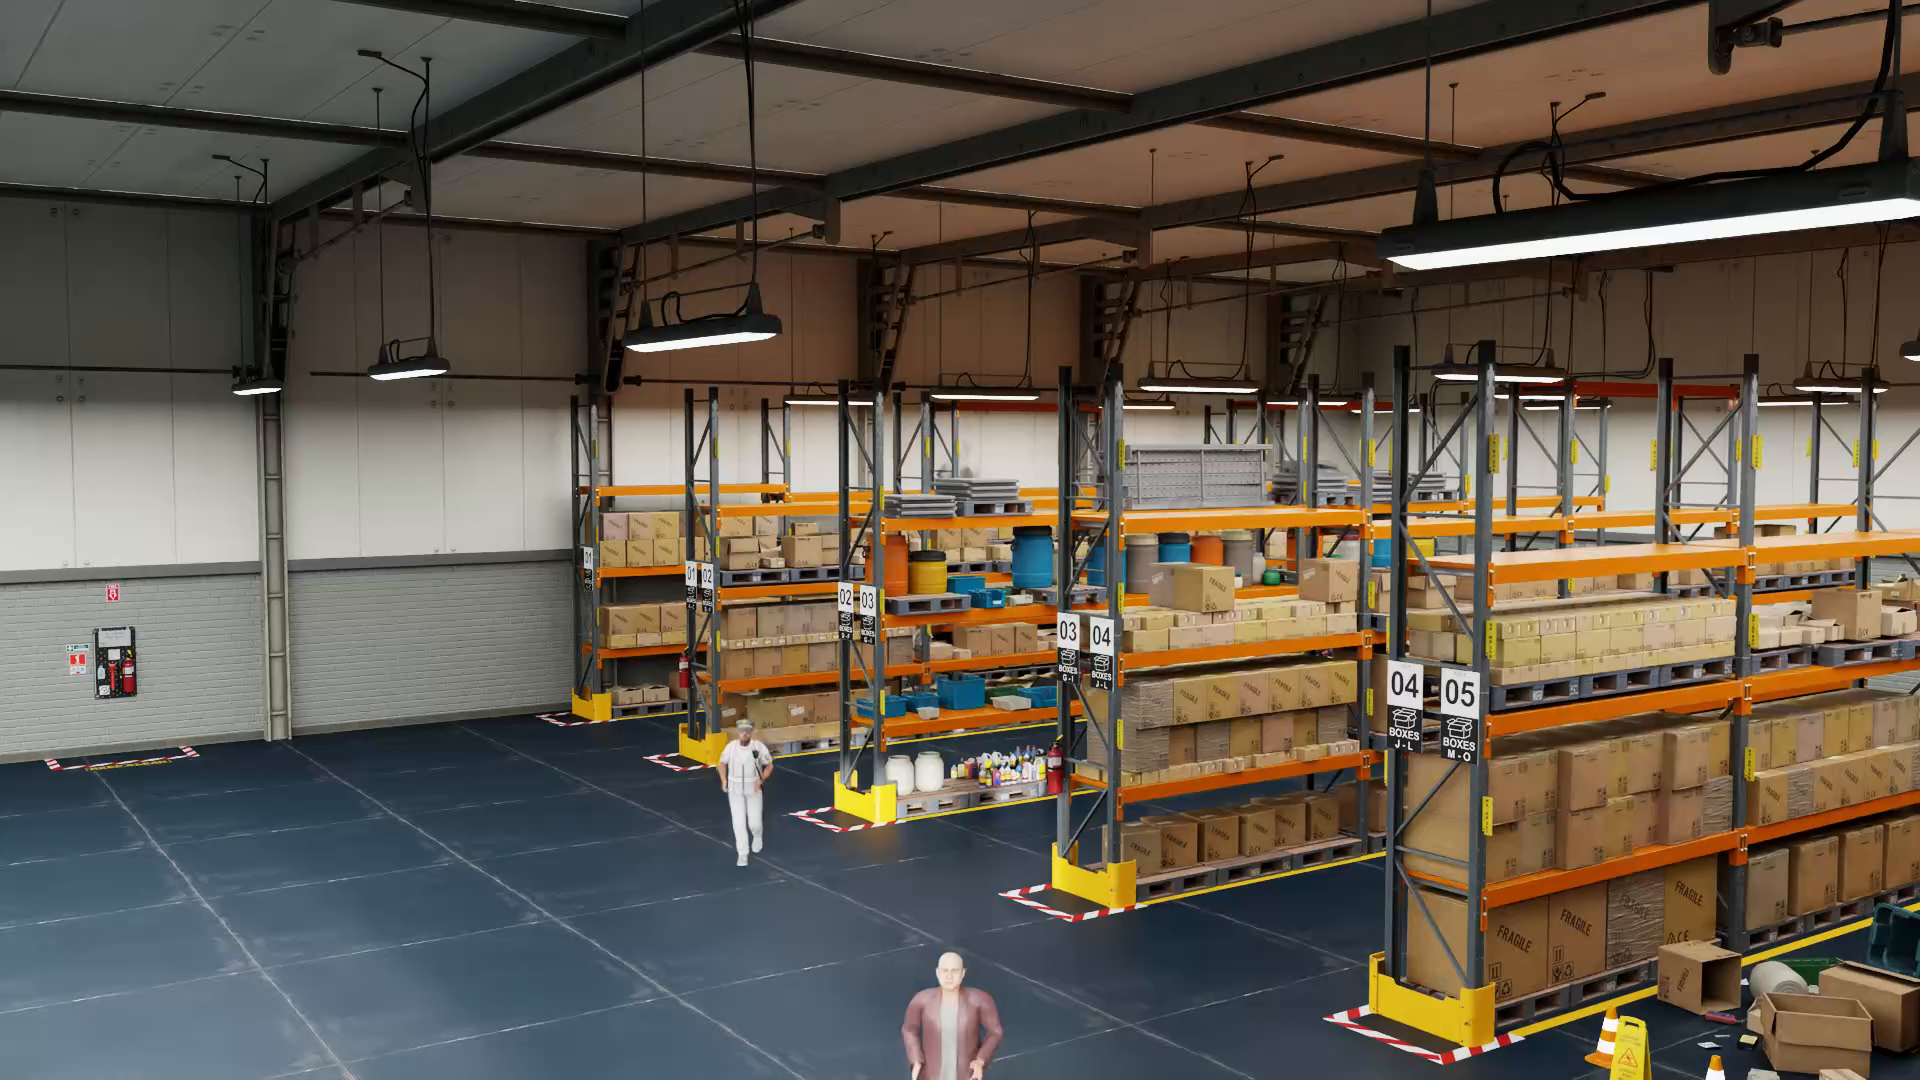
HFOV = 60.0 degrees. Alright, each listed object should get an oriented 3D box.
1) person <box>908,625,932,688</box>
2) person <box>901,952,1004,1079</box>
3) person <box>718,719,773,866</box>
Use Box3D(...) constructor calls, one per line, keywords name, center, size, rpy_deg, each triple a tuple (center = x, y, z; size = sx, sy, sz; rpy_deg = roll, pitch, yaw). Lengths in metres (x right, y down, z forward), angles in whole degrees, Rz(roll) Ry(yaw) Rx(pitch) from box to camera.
Box3D(name="person", center=(-0.831, 2.288, 31.691), size=(0.836, 1.692, 0.579), rpy_deg=(-3, 5, -45))
Box3D(name="person", center=(-0.058, 3.621, 11.183), size=(0.696, 1.729, 0.625), rpy_deg=(0, 3, 5))
Box3D(name="person", center=(-2.636, 3.055, 20.409), size=(0.686, 1.761, 0.751), rpy_deg=(0, 3, -1))
